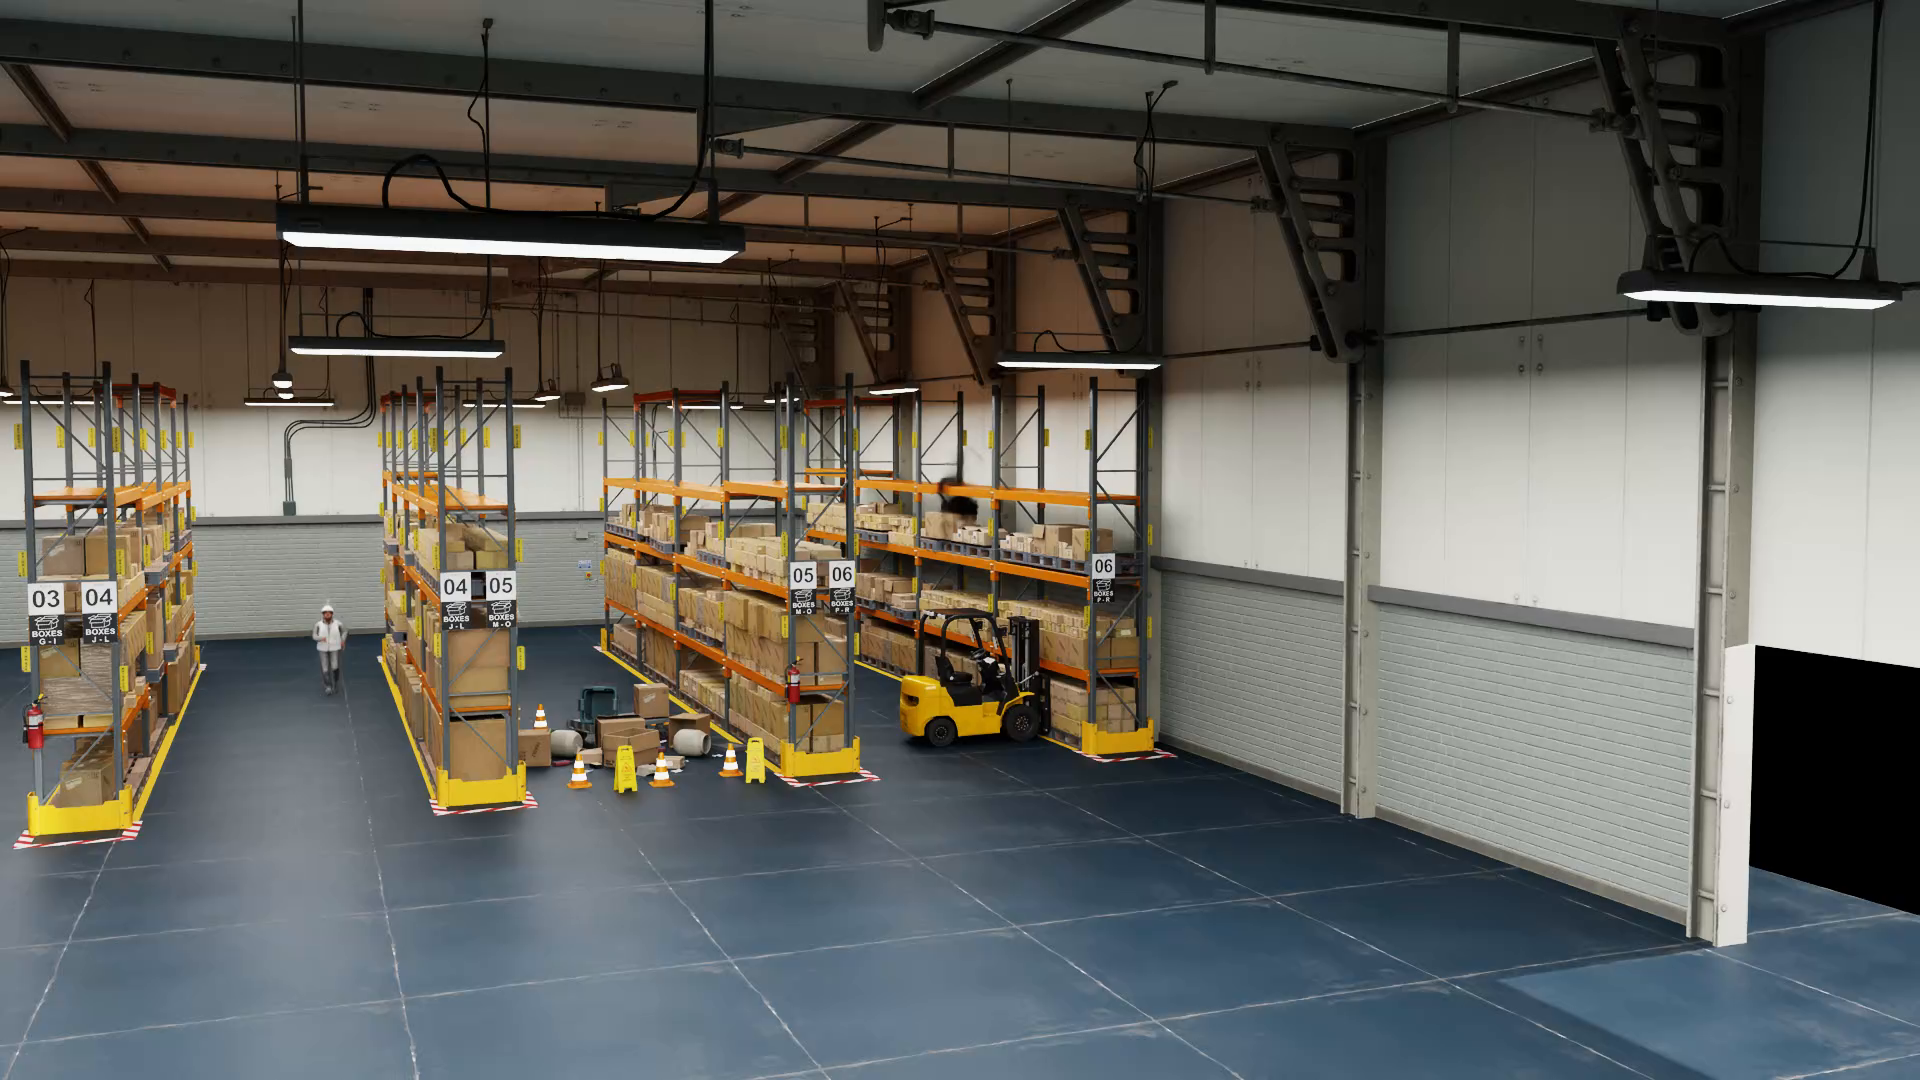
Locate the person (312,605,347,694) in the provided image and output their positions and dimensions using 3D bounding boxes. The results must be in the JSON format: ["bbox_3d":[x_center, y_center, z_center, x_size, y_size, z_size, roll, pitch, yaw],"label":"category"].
[{"bbox_3d":[-12.366,2.155,32.626,0.634,1.740,0.656,-1,4,-17],"label":"person"}]
